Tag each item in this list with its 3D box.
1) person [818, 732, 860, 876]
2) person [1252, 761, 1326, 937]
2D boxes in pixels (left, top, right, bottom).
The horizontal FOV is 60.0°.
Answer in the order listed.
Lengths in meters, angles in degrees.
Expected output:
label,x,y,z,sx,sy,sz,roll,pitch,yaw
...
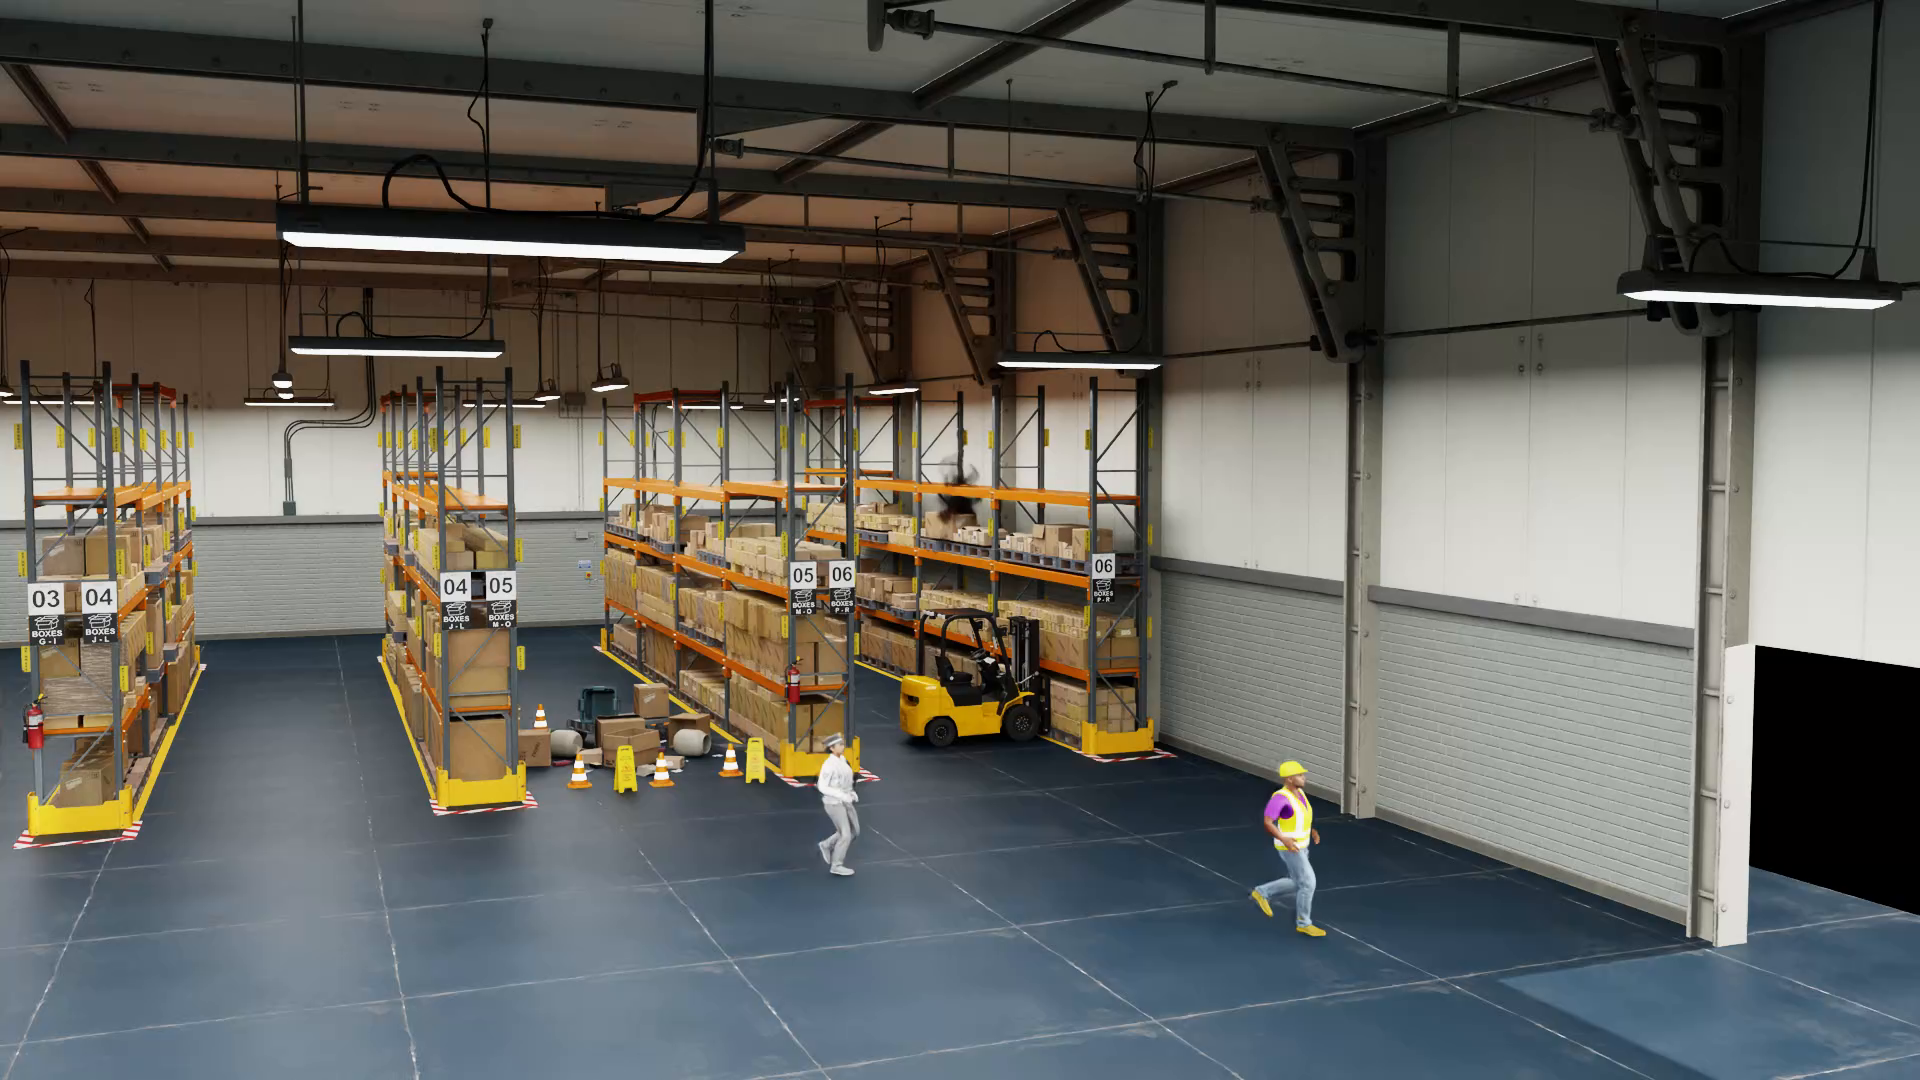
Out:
label,x,y,z,sx,sy,sz,roll,pitch,yaw
person,-1.403,3.024,19.136,0.562,1.648,0.612,1,4,23
person,3.336,3.110,16.905,0.813,1.746,0.714,2,4,29
